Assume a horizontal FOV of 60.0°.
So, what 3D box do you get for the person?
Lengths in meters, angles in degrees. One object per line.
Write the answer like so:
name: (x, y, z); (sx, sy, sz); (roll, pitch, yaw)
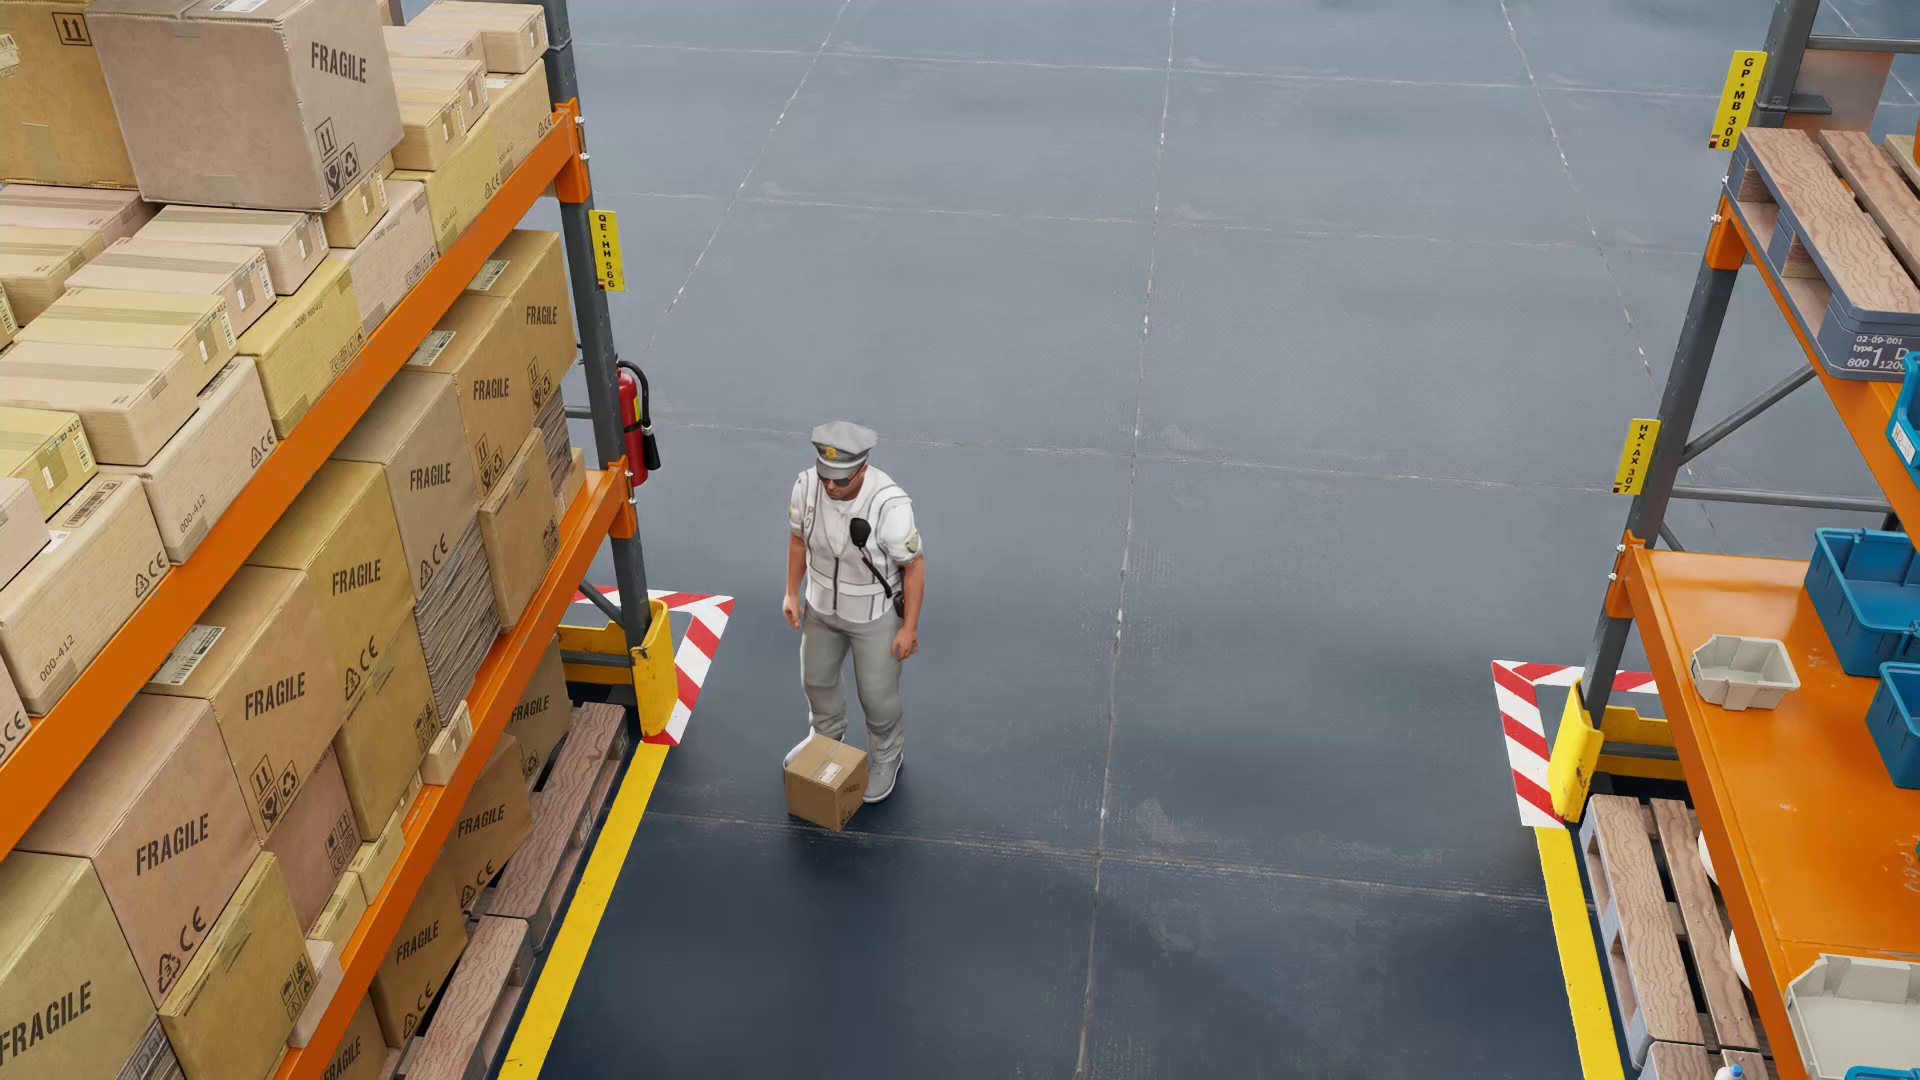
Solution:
person: (-0.422, 0.258, 6.675); (0.605, 1.751, 0.428); (16, 39, 20)
